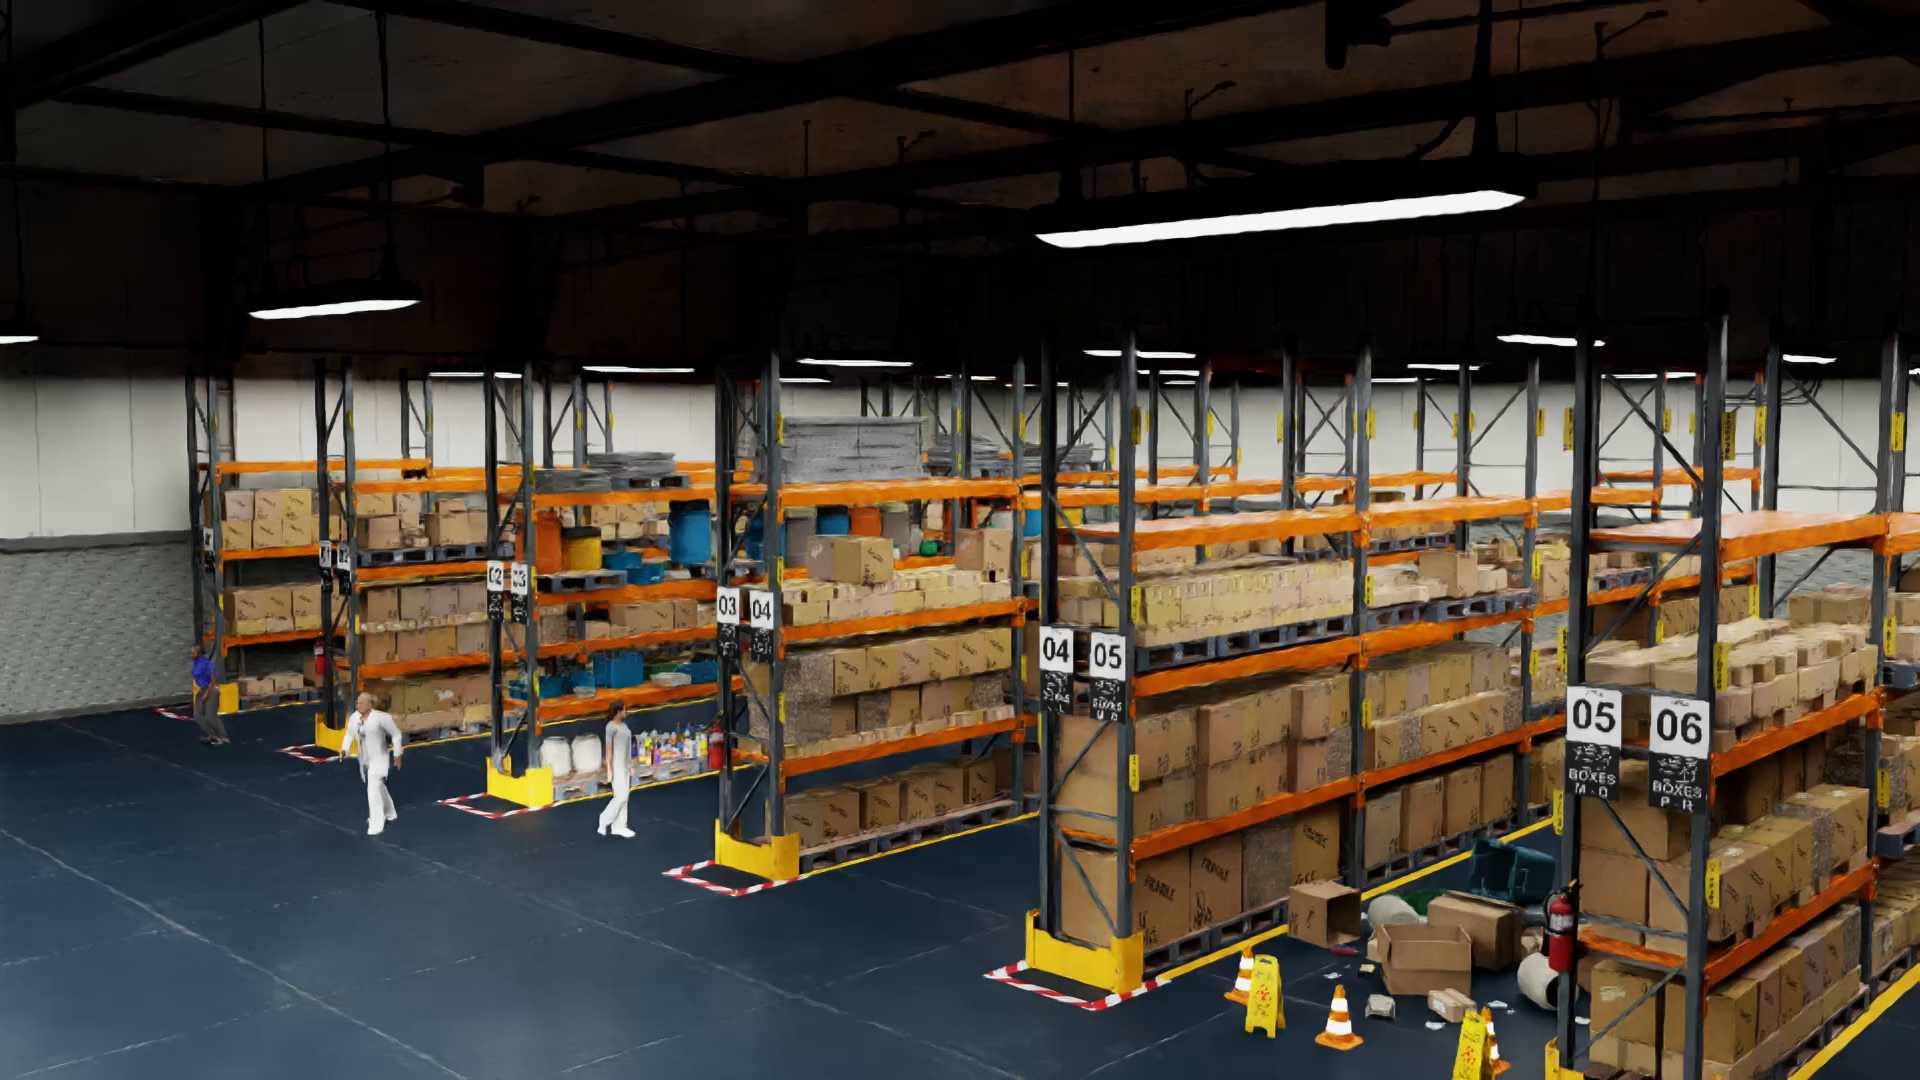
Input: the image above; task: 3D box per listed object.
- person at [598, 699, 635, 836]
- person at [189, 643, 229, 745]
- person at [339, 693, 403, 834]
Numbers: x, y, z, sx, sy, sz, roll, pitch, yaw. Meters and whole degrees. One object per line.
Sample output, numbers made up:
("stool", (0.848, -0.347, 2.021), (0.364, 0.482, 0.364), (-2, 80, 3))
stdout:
("person", (-4.190, 2.778, 20.259), (0.432, 1.670, 0.504), (1, 5, 14))
("person", (-11.724, 2.388, 25.909), (0.592, 1.604, 0.513), (4, 6, 43))
("person", (-7.246, 2.721, 20.599), (0.737, 1.714, 0.888), (2, 5, 26))
